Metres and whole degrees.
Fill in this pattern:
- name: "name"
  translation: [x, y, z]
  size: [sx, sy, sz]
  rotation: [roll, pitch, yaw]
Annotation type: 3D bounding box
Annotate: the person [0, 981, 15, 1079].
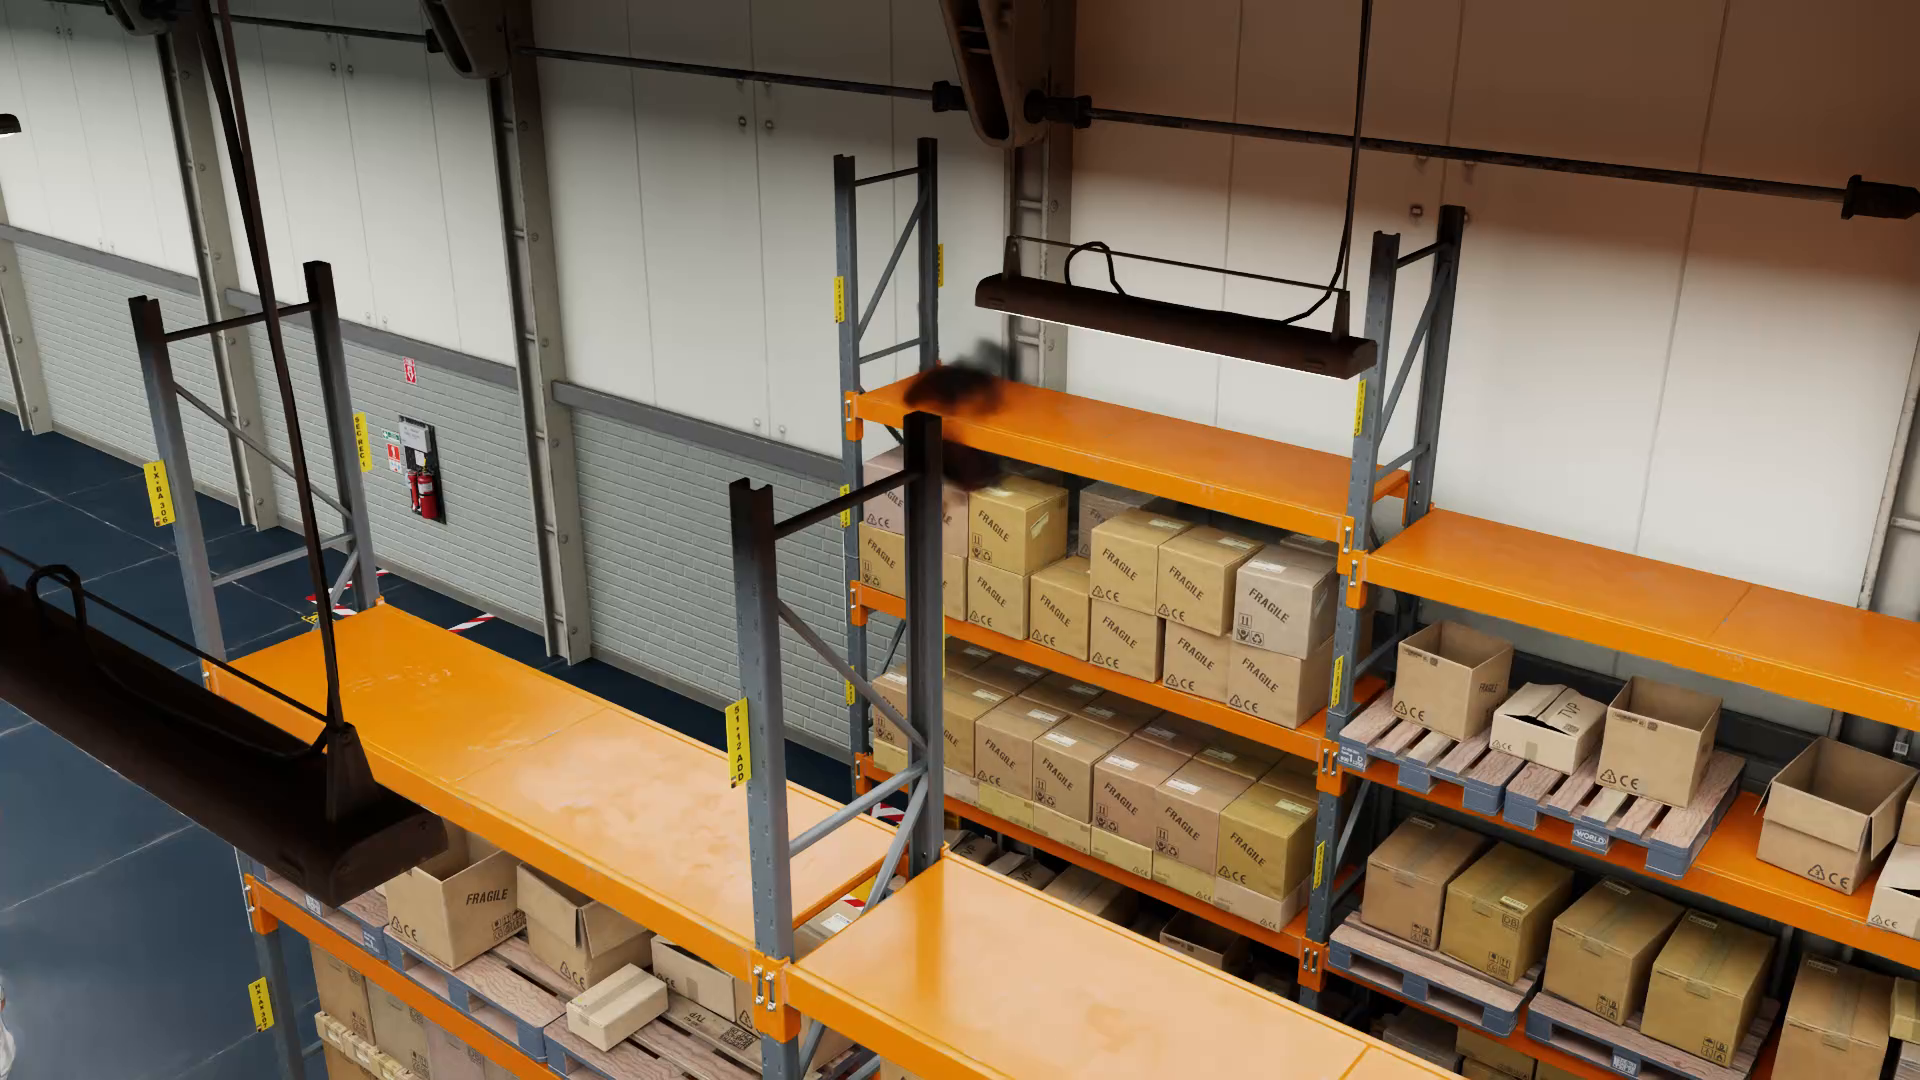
- name: "person"
  translation: [-6.066, 3.307, 10.487]
  size: [0.683, 1.761, 0.673]
  rotation: [-6, 23, -15]
